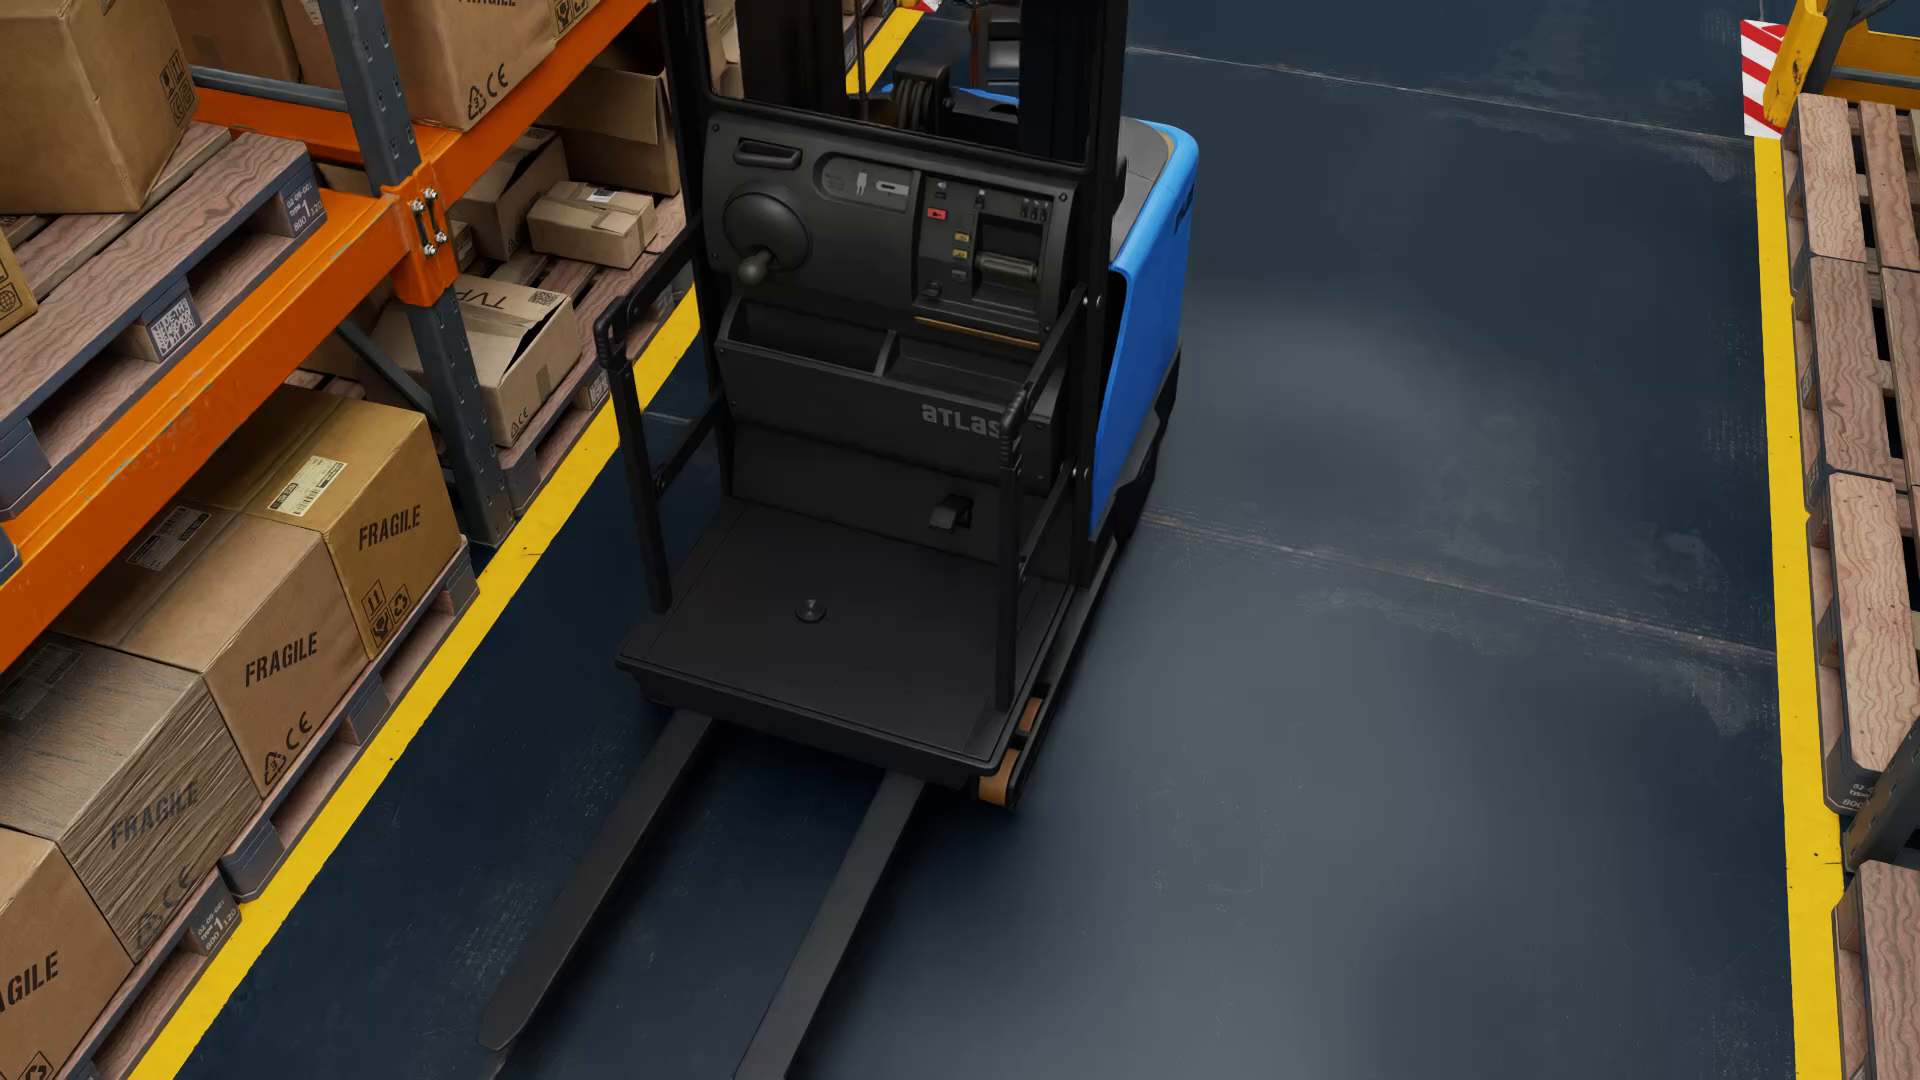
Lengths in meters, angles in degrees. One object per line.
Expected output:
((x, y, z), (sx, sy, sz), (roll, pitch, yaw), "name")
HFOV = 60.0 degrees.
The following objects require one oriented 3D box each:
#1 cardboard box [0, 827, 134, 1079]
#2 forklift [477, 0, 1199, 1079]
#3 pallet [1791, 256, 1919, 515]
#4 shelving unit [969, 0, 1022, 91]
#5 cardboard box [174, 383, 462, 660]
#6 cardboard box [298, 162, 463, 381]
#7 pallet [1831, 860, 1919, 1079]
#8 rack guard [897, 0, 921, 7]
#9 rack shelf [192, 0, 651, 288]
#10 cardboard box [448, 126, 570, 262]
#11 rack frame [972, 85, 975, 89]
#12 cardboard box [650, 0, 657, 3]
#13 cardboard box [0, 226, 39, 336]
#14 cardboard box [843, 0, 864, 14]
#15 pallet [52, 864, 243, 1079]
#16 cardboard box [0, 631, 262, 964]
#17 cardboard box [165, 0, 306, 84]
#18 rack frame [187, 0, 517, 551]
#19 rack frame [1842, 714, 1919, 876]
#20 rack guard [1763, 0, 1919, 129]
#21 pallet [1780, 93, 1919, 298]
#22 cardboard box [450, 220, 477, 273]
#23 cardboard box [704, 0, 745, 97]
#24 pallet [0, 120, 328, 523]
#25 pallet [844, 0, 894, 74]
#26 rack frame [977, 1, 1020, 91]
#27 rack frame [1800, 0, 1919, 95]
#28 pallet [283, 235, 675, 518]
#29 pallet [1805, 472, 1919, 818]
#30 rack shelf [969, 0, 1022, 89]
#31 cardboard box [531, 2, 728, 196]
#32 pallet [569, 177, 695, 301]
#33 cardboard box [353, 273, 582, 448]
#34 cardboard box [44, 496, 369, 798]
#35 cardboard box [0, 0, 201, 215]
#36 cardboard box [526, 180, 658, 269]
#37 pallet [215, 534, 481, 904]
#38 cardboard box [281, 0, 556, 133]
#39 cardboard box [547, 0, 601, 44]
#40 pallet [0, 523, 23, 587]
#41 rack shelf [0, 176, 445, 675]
((-2.245, 0.942, 3.615), (0.500, 0.500, 0.500), (11, 45, 11), "cardboard box")
((-0.257, -0.660, 3.829), (1.130, 2.935, 3.031), (15, 46, 14), "forklift")
((3.366, -0.451, 5.560), (1.003, 0.211, 1.213), (13, 46, 13), "pallet")
((0.249, -1.606, 5.387), (0.431, 2.100, 0.503), (0, 44, -1), "shelving unit")
((-1.784, -0.059, 4.639), (0.500, 0.500, 0.500), (12, 46, 12), "cardboard box")
((-2.005, -0.889, 5.486), (0.500, 0.500, 0.500), (13, 46, 13), "cardboard box")
((2.539, 1.369, 3.700), (1.003, 0.211, 1.213), (13, 46, 13), "pallet")
((-0.719, -2.907, 7.863), (1.175, 0.500, 0.348), (13, 46, 13), "rack guard")
((-1.302, -2.261, 5.930), (1.077, 0.370, 4.000), (13, 46, 13), "rack shelf")
((-1.778, -1.321, 6.063), (0.500, 0.311, 0.500), (13, 46, 13), "cardboard box")
((0.245, -1.777, 5.562), (0.400, 2.100, 0.015), (0, 44, -1), "rack frame")
((-1.434, -2.057, 6.859), (0.500, 0.250, 0.500), (13, 46, 13), "cardboard box")
((-2.412, -0.631, 3.378), (0.700, 0.500, 0.500), (19, 48, 19), "cardboard box")
((-0.626, -2.701, 7.338), (0.500, 0.500, 0.500), (13, 46, 13), "cardboard box")
((-2.485, 1.178, 3.896), (1.003, 0.211, 1.213), (13, 46, 13), "pallet")
((-2.094, 0.603, 3.962), (0.500, 0.500, 0.500), (13, 46, 13), "cardboard box")
((-2.000, -1.608, 4.677), (0.500, 0.500, 0.500), (13, 46, 13), "cardboard box")
((-1.907, -1.185, 4.316), (1.000, 3.000, 0.127), (13, 46, 13), "rack frame")
((2.812, -0.133, 3.242), (1.000, 3.000, 0.127), (13, 46, 13), "rack frame")
((4.019, -1.925, 6.860), (1.175, 0.500, 0.348), (13, 46, 13), "rack guard")
((3.737, -1.262, 6.388), (1.003, 0.211, 1.213), (13, 46, 13), "pallet")
((-1.949, -1.026, 5.877), (0.380, 0.149, 0.250), (13, 46, 13), "cardboard box")
((-0.942, -1.984, 6.785), (0.500, 0.250, 0.500), (13, 46, 13), "cardboard box")
((-2.253, -0.607, 3.863), (1.003, 0.211, 1.213), (13, 46, 13), "pallet")
((-0.960, -2.272, 7.421), (1.003, 0.211, 1.213), (13, 46, 13), "pallet")
((0.254, -1.436, 5.213), (0.400, 2.100, 0.015), (0, 44, -1), "rack frame")
((4.024, -2.800, 5.966), (1.000, 3.000, 0.127), (13, 46, 13), "rack frame")
((-1.698, -0.646, 5.759), (1.003, 0.211, 1.213), (13, 46, 13), "pallet")
((2.998, 0.365, 4.726), (1.003, 0.211, 1.213), (13, 46, 13), "pallet")
((0.249, -1.596, 5.397), (0.431, 0.518, 0.480), (0, 44, -1), "rack shelf")
((-1.343, -1.703, 6.316), (0.797, 0.503, 0.637), (13, 46, 13), "cardboard box")
((-1.331, -1.462, 6.593), (1.003, 0.211, 1.213), (13, 46, 13), "pallet")
((-1.574, -0.615, 5.342), (0.500, 0.311, 0.500), (13, 46, 13), "cardboard box")
((-1.941, 0.268, 4.304), (0.500, 0.500, 0.500), (13, 46, 13), "cardboard box")
((-2.264, -1.102, 3.860), (0.700, 0.500, 0.500), (-1, 44, -1), "cardboard box")
((-1.322, -1.142, 5.984), (0.380, 0.166, 0.250), (13, 46, 13), "cardboard box")
((-2.118, 0.362, 4.729), (1.003, 0.211, 1.213), (13, 46, 13), "pallet")
((-1.493, -1.503, 4.570), (0.500, 0.500, 0.500), (14, 46, 14), "cardboard box")
((-1.341, -1.845, 4.919), (0.500, 0.500, 0.500), (13, 46, 13), "cardboard box")
((-2.534, 0.253, 2.984), (1.003, 0.211, 1.213), (13, 46, 13), "pallet")
((-2.513, 0.405, 3.206), (1.077, 0.370, 4.000), (13, 46, 13), "rack shelf")
